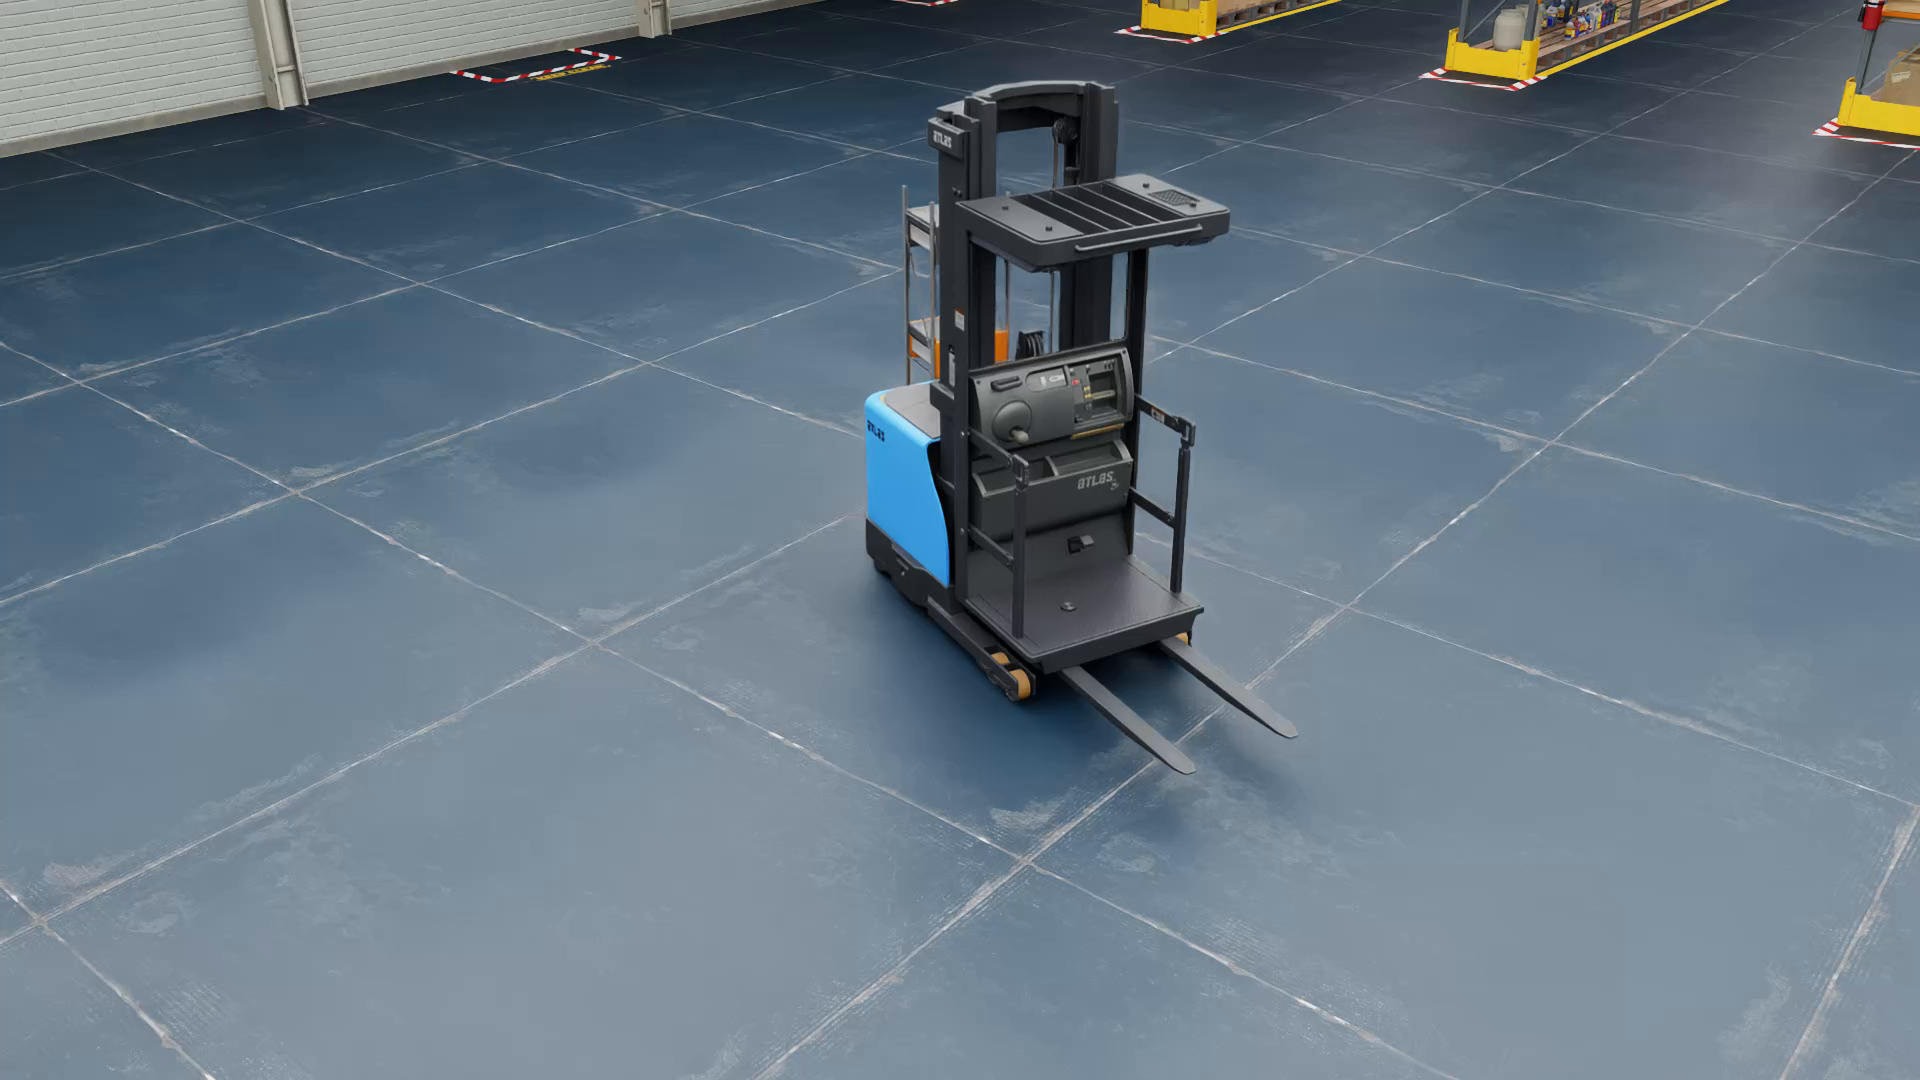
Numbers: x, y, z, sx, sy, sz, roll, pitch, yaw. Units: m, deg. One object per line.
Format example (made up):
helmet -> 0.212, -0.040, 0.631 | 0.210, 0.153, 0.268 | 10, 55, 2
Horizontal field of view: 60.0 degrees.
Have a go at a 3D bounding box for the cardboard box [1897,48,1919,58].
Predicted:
cardboard box -> 11.716, -5.670, 20.210 | 0.500, 0.500, 0.500 | -18, 32, -31

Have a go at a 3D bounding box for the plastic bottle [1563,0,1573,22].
plastic bottle -> 8.952, -7.833, 24.531 | 0.144, 0.351, 0.185 | 21, 34, 34

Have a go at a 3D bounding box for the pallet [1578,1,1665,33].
pallet -> 10.144, -8.073, 25.625 | 1.003, 0.211, 1.213 | 21, 34, 34

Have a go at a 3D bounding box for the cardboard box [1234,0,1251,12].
cardboard box -> 4.138, -8.321, 25.605 | 0.500, 0.250, 0.500 | 21, 34, 34

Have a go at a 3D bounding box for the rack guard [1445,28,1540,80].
rack guard -> 7.142, -6.534, 22.335 | 1.175, 0.500, 0.348 | 21, 34, 34

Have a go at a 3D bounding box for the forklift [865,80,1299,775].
forklift -> 0.596, -0.703, 8.419 | 1.130, 2.935, 3.031 | -14, 31, -26

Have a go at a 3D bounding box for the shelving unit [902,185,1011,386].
shelving unit -> -0.021, -1.096, 10.084 | 0.503, 2.100, 0.431 | -13, 30, -23

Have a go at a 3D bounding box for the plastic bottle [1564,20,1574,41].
plastic bottle -> 8.524, -7.138, 23.275 | 0.097, 0.271, 0.097 | 0, 27, 0

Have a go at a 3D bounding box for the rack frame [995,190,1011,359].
rack frame -> 0.198, -1.146, 10.180 | 0.015, 2.100, 0.400 | -13, 30, -23

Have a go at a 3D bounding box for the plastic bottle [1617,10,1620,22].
plastic bottle -> 9.684, -7.754, 24.541 | 0.097, 0.201, 0.097 | 0, 27, 0

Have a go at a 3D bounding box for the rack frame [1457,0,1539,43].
rack frame -> 7.130, -7.603, 21.682 | 1.000, 3.000, 0.127 | 21, 34, 34

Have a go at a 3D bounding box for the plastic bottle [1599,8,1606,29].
plastic bottle -> 9.294, -7.560, 24.076 | 0.061, 0.283, 0.133 | 23, 35, 38

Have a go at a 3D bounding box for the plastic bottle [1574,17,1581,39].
plastic bottle -> 8.682, -7.219, 23.417 | 0.061, 0.283, 0.133 | 21, 34, 35

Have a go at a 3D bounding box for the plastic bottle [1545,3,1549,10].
plastic bottle -> 8.584, -7.732, 24.409 | 0.061, 0.283, 0.133 | 23, 35, 37

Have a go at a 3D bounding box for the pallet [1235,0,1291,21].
pallet -> 4.541, -8.528, 26.504 | 1.003, 0.211, 1.213 | 21, 34, 34

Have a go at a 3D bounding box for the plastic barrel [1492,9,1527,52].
plastic barrel -> 7.490, -6.940, 22.652 | 0.421, 0.512, 0.421 | 0, 27, 0

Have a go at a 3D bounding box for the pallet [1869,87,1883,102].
pallet -> 11.544, -5.222, 20.114 | 1.003, 0.211, 1.213 | 21, 34, 34

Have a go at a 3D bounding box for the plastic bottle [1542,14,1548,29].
plastic bottle -> 8.453, -7.506, 24.061 | 0.097, 0.201, 0.097 | 0, 27, 0

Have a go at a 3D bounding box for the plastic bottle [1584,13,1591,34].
plastic bottle -> 8.934, -7.367, 23.717 | 0.097, 0.271, 0.097 | 0, 27, 0

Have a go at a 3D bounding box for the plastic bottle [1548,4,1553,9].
plastic bottle -> 8.656, -7.710, 24.380 | 0.097, 0.271, 0.097 | 0, 27, 0

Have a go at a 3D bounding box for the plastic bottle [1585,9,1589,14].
plastic bottle -> 9.064, -7.536, 24.030 | 0.061, 0.283, 0.133 | 21, 34, 34

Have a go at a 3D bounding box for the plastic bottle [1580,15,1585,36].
plastic bottle -> 8.806, -7.295, 23.578 | 0.097, 0.271, 0.097 | 0, 27, 0

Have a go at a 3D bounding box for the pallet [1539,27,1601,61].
pallet -> 8.439, -7.122, 23.788 | 1.003, 0.211, 1.213 | 21, 34, 34

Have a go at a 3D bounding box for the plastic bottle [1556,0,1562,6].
plastic bottle -> 8.841, -7.875, 24.613 | 0.144, 0.351, 0.185 | 22, 34, 36

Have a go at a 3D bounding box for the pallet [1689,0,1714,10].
pallet -> 11.696, -8.938, 27.297 | 1.003, 0.211, 1.213 | 21, 34, 34

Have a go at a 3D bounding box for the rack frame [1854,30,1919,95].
rack frame -> 10.952, -6.156, 18.884 | 1.000, 3.000, 0.127 | 21, 34, 34

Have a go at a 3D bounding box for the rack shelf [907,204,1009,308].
rack shelf -> -0.021, -1.706, 9.768 | 0.480, 0.518, 0.431 | -13, 30, -23

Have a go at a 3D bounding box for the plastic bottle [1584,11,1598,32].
plastic bottle -> 9.053, -7.455, 23.882 | 0.152, 0.276, 0.135 | 21, 34, 35

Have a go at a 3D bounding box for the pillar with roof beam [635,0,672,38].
pillar with roof beam -> -1.231, -10.279, 20.325 | 9.100, 9.000, 0.400 | 21, 34, 34

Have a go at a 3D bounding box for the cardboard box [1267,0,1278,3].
cardboard box -> 4.778, -8.674, 26.288 | 0.500, 0.250, 0.500 | 21, 34, 34

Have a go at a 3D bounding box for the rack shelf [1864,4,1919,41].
rack shelf -> 12.224, -6.545, 20.420 | 1.077, 0.370, 4.000 | 21, 34, 34

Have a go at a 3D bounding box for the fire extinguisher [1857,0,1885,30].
fire extinguisher -> 10.524, -6.215, 19.084 | 0.296, 0.674, 0.183 | 21, 34, 34

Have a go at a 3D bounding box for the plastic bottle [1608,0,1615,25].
plastic bottle -> 9.487, -7.728, 24.327 | 0.144, 0.351, 0.185 | 20, 33, 33

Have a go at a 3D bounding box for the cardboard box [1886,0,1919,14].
cardboard box -> 10.974, -6.205, 19.254 | 0.380, 0.149, 0.250 | 21, 34, 34

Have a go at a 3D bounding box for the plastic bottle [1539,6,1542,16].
plastic bottle -> 8.332, -7.592, 24.064 | 0.144, 0.351, 0.185 | 22, 35, 36

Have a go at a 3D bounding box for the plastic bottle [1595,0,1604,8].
plastic bottle -> 9.376, -7.770, 24.409 | 0.144, 0.351, 0.185 | 21, 34, 34
